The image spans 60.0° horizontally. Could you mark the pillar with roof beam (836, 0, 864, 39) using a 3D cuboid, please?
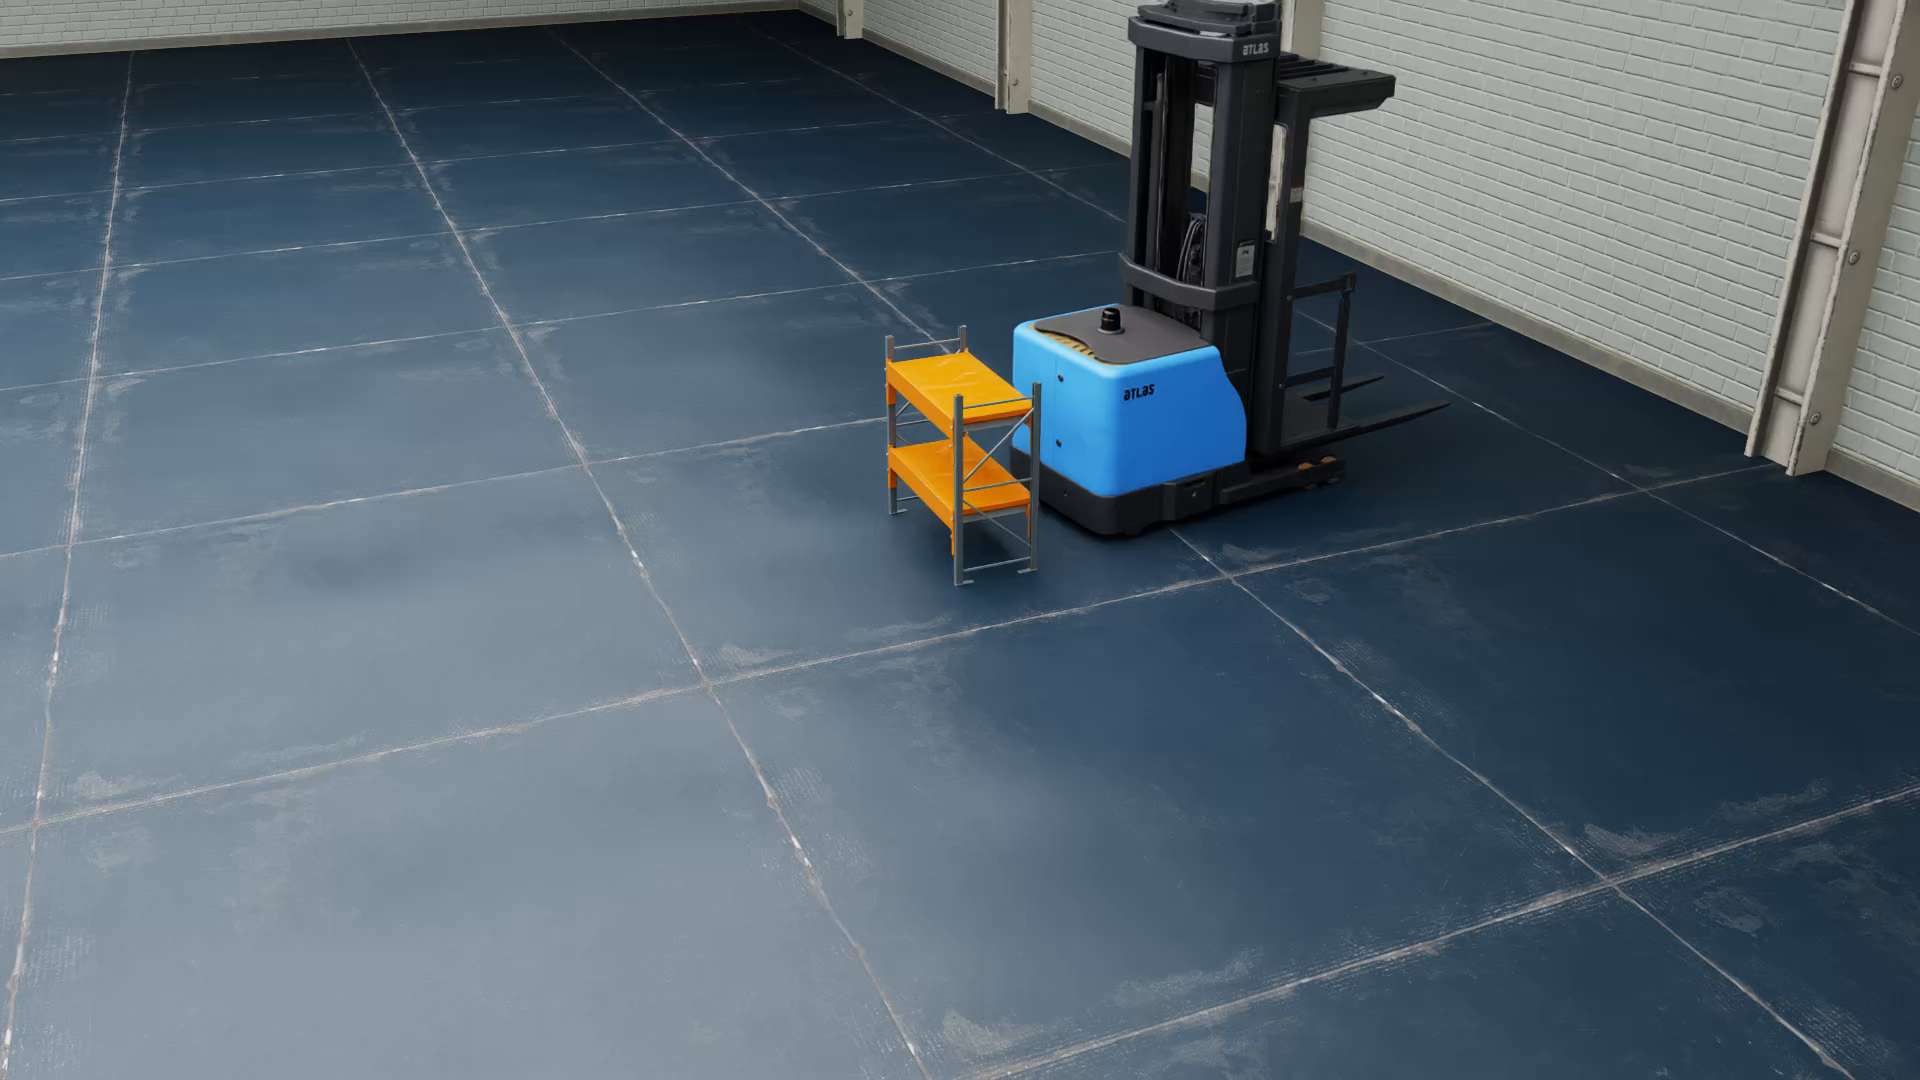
[{"bbox_3d":[-5.651,-11.083,22.192,9.100,9.000,0.400,-11,28,-21],"label":"pillar with roof beam"}]

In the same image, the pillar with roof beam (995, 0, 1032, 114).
[{"bbox_3d":[-3.302,-8.660,17.231,9.100,9.000,0.400,-11,28,-21],"label":"pillar with roof beam"}]

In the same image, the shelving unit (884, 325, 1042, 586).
[{"bbox_3d":[0.003,-0.503,9.498,0.538,1.125,1.048,-11,28,-21],"label":"shelving unit"}]

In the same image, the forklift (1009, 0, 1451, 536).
[{"bbox_3d":[1.829,-1.811,10.118,3.031,2.935,1.130,-15,30,-28],"label":"forklift"}]

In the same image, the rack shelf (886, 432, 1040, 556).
[{"bbox_3d":[0.003,-0.283,9.605,0.538,0.278,1.000,-11,28,-21],"label":"rack shelf"}]

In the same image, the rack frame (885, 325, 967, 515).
[{"bbox_3d":[-0.196,-0.708,9.918,0.500,1.125,0.032,-11,28,-21],"label":"rack frame"}]

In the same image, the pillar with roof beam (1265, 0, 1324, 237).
[{"bbox_3d":[-0.952,-6.238,12.270,9.100,9.000,0.400,-11,28,-21],"label":"pillar with roof beam"}]

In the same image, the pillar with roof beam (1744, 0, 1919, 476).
[{"bbox_3d":[1.398,-3.816,7.309,9.100,9.000,0.400,-11,28,-21],"label":"pillar with roof beam"}]

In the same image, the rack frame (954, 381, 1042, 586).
[{"bbox_3d":[0.202,-0.298,9.077,0.500,1.125,0.032,-11,28,-21],"label":"rack frame"}]

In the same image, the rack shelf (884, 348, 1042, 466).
[{"bbox_3d":[0.003,-0.766,9.369,0.538,0.278,1.000,-11,28,-21],"label":"rack shelf"}]
